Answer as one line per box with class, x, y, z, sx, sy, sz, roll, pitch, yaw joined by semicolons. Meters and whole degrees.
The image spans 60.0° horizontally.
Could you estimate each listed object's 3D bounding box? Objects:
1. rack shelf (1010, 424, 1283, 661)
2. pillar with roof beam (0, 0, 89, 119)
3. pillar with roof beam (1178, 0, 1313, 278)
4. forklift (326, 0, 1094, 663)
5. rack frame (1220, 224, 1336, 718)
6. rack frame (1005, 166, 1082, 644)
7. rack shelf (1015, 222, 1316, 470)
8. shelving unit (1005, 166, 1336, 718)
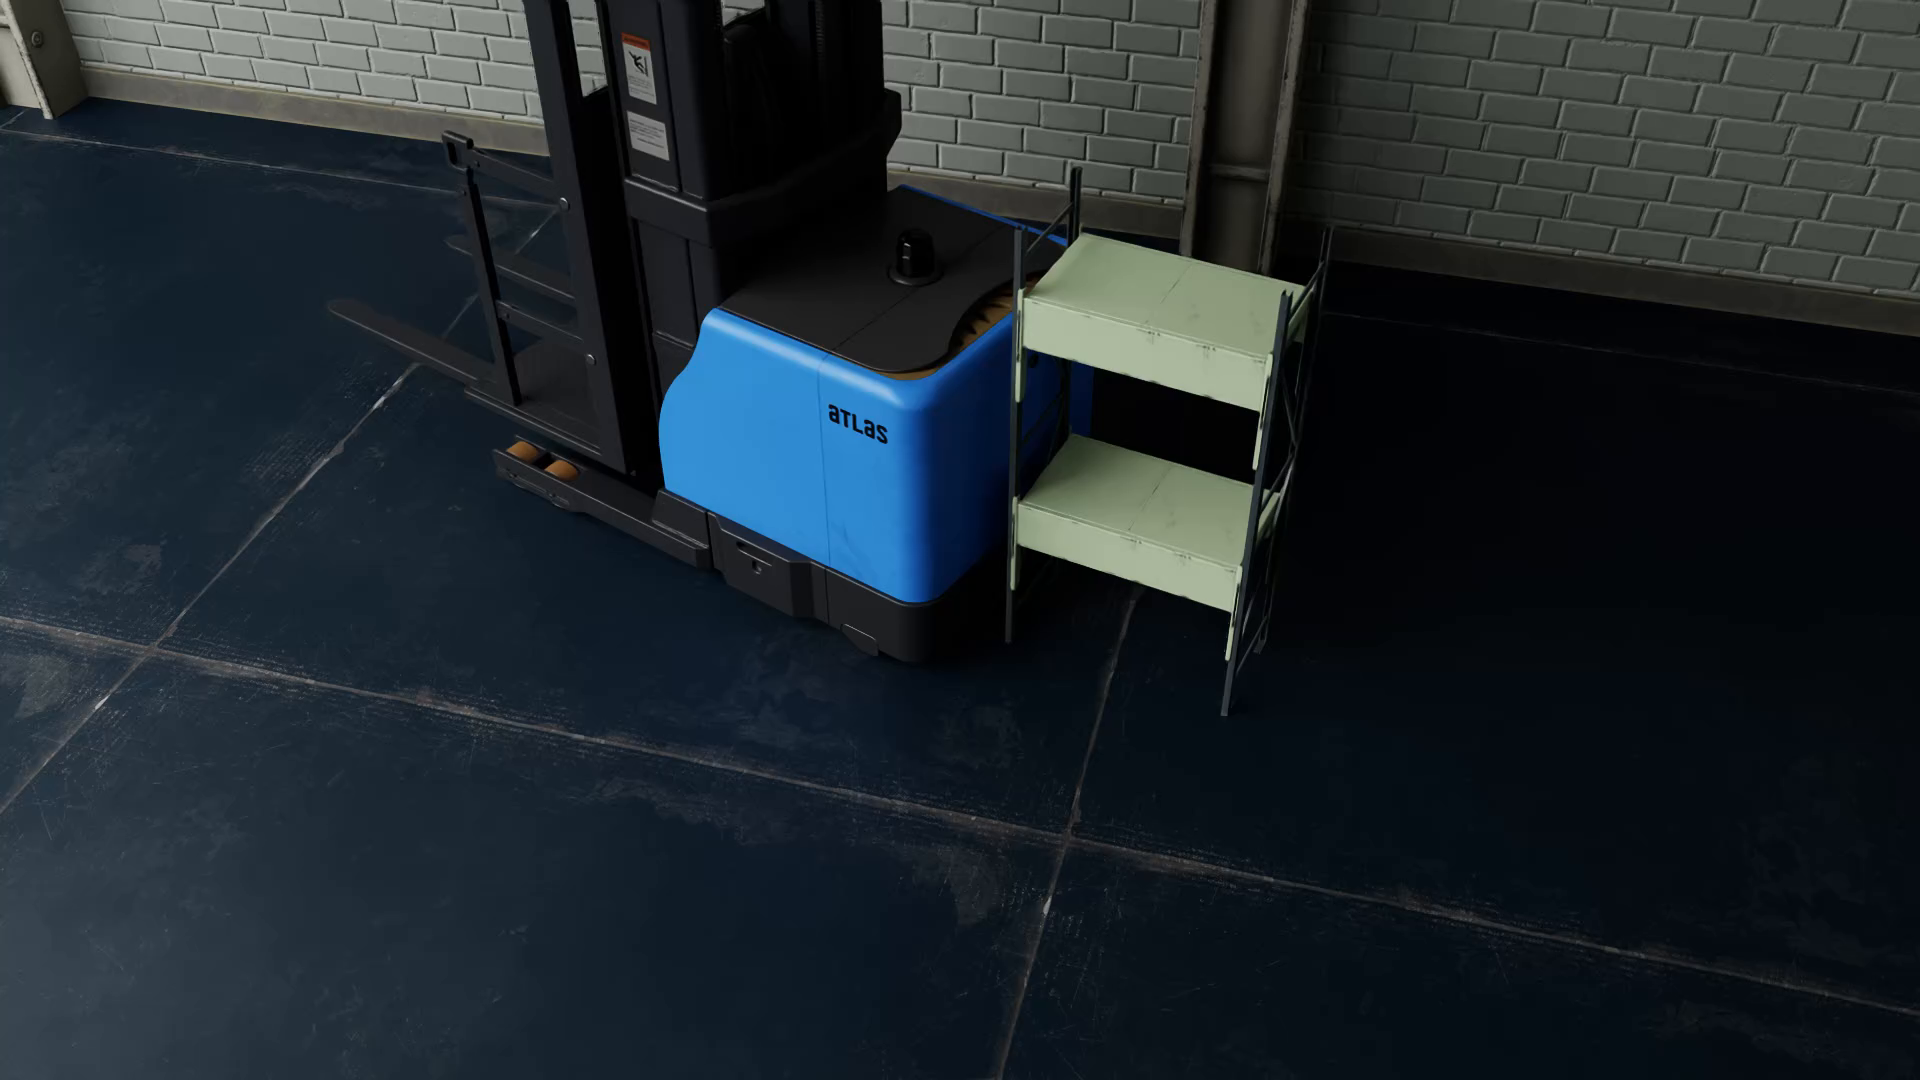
rack shelf;0.571;-0.002;5.093;0.720;0.370;0.431;18;43;20
pillar with roof beam;-5.750;-2.981;2.302;0.400;9.000;9.100;10;41;11
pillar with roof beam;0.046;-1.983;1.114;0.400;9.000;9.100;10;41;11
forklift;-1.048;-1.489;5.244;3.031;2.935;1.130;24;46;26
rack frame;0.898;-0.147;4.759;0.023;1.500;0.400;18;43;20
rack frame;0.243;-0.357;5.009;0.023;1.500;0.400;18;43;20
rack shelf;0.571;-0.551;4.633;0.720;0.370;0.431;18;43;20
shelving unit;0.571;-0.252;4.884;0.755;1.500;0.431;18;43;20
